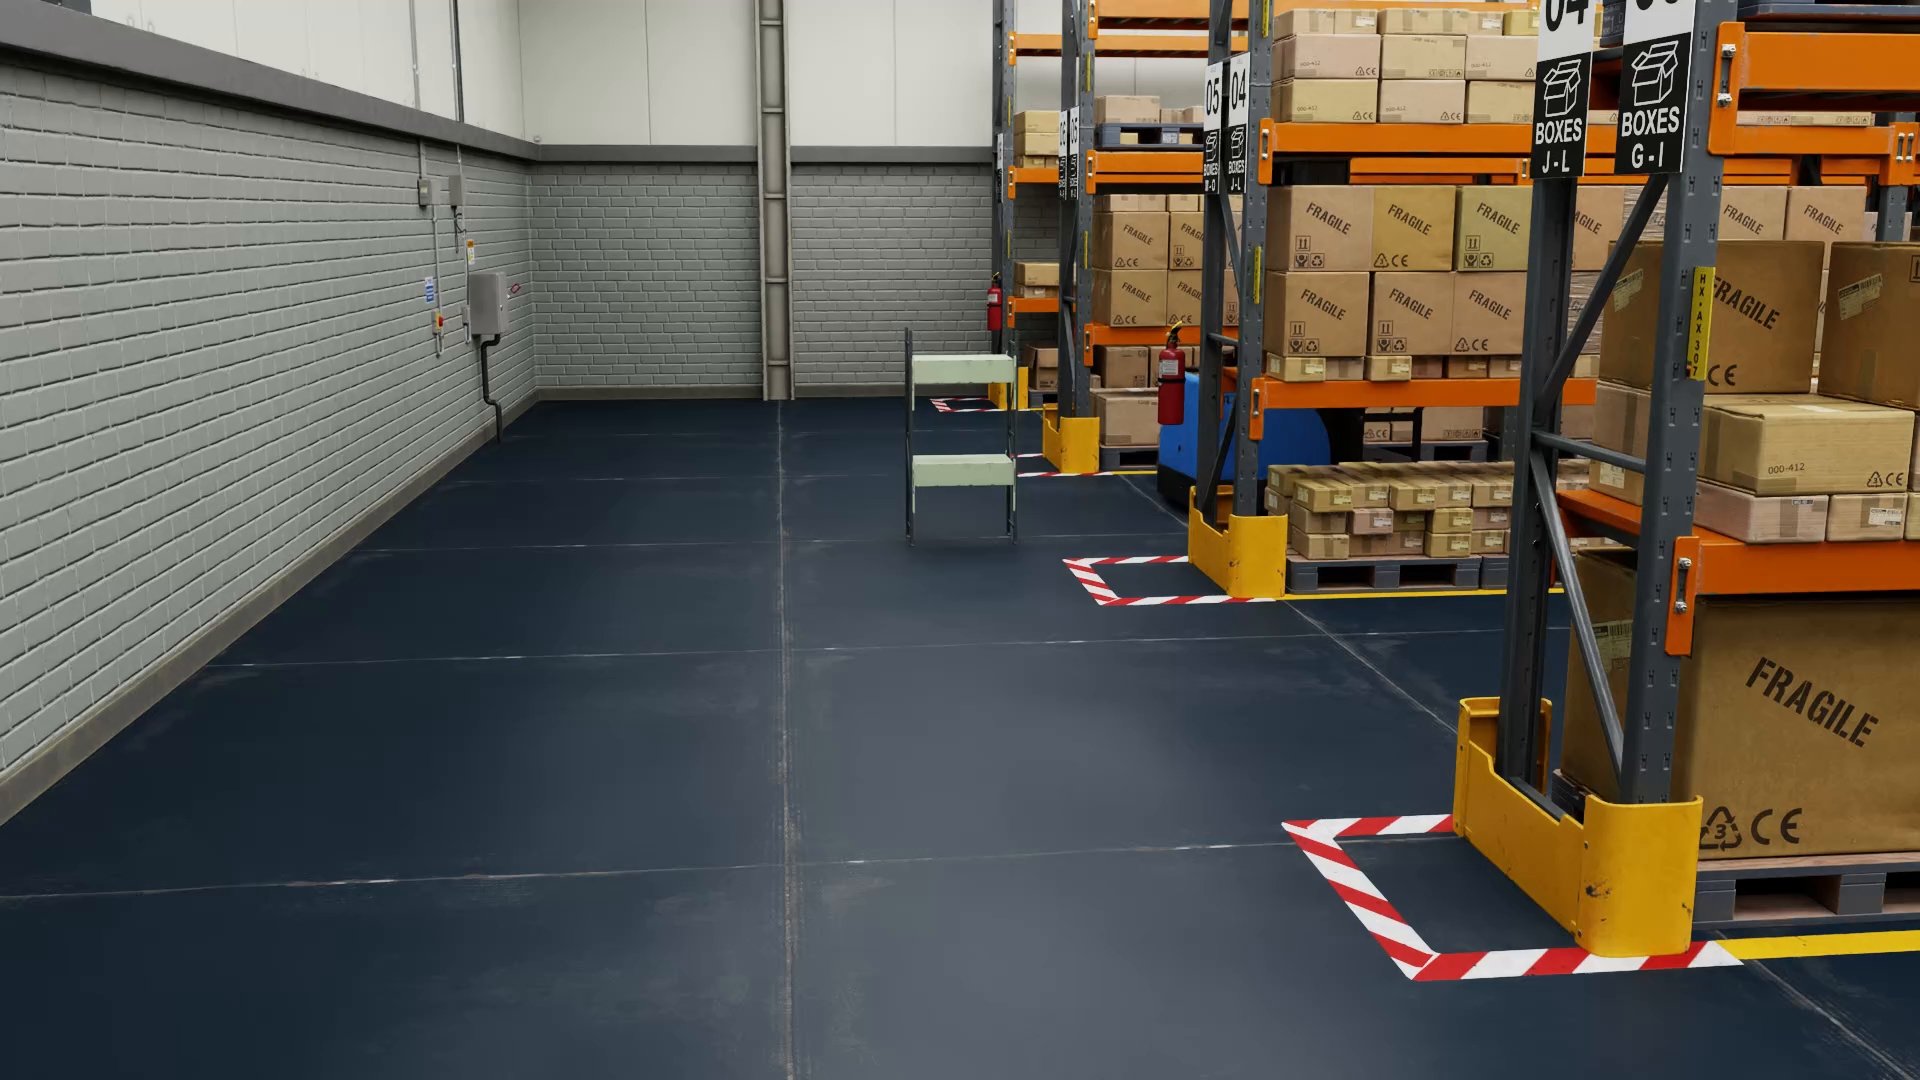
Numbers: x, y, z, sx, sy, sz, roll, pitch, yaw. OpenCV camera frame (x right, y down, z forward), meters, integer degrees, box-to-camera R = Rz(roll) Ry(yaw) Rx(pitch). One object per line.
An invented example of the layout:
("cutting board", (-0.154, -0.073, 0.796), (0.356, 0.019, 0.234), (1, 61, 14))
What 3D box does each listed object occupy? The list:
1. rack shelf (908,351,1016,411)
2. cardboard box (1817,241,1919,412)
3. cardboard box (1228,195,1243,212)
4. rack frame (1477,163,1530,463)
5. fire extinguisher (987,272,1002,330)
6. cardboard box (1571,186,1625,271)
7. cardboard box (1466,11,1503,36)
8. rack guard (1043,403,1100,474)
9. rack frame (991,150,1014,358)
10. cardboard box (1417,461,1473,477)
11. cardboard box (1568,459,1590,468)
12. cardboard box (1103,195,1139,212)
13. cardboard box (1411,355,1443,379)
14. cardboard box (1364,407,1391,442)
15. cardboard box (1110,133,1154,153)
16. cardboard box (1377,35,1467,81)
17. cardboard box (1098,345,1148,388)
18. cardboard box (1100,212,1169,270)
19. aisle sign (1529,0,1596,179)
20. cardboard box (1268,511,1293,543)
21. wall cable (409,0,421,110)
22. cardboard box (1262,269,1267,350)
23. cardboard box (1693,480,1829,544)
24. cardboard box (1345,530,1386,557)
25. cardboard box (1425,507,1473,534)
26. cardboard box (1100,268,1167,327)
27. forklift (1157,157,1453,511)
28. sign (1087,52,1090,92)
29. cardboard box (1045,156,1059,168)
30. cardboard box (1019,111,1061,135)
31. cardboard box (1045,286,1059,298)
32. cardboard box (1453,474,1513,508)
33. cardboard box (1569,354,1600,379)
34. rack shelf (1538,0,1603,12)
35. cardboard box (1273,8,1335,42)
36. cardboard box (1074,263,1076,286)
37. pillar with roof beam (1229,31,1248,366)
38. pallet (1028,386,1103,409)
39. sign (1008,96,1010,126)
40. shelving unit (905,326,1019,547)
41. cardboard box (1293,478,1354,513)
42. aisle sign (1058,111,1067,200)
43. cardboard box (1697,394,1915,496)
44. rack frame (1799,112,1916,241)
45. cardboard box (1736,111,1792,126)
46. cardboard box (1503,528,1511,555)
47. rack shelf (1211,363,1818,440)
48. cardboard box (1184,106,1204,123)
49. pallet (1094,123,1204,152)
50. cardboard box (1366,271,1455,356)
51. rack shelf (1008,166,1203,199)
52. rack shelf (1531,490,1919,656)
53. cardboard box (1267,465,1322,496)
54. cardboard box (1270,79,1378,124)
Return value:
("rack shelf", (0.007, -1.119, 11.649), (0.720, 0.370, 0.431), (-1, 11, -6))
("cardboard box", (3.118, -0.686, 5.257), (0.500, 0.500, 0.500), (-1, 11, -7))
("cardboard box", (2.466, -3.017, 14.907), (0.250, 0.149, 0.380), (-1, 11, -6))
("rack frame", (5.021, -2.261, 15.594), (0.127, 3.000, 1.000), (-1, 11, -6))
("fire extinguisher", (0.408, -2.817, 19.589), (0.183, 0.674, 0.296), (-1, 11, -6))
("cardboard box", (3.681, -1.904, 10.156), (0.500, 0.500, 0.500), (-2, 11, -8))
("cardboard box", (3.045, -3.057, 9.925), (0.250, 0.149, 0.380), (-1, 11, -4))
("rack guard", (1.020, -0.951, 15.409), (0.348, 0.500, 1.175), (-1, 11, -6))
("rack frame", (0.504, -3.130, 20.012), (0.127, 3.000, 1.000), (-1, 11, -6))
("cardboard box", (3.203, -0.423, 11.003), (0.250, 0.149, 0.380), (-1, 11, -4))
("cardboard box", (4.246, -0.437, 11.075), (0.250, 0.149, 0.380), (-1, 11, -5))
("cardboard box", (1.427, -2.990, 14.769), (0.250, 0.149, 0.380), (-1, 11, -5))
("cardboard box", (2.801, -1.092, 10.296), (0.250, 0.149, 0.380), (-1, 11, -3))
("cardboard box", (3.495, -1.199, 15.743), (0.875, 0.438, 0.875), (-2, 11, -8))
("cardboard box", (1.988, -4.654, 19.604), (0.500, 0.250, 0.500), (-2, 11, -8))
("cardboard box", (2.662, -2.845, 9.878), (0.500, 0.250, 0.500), (-1, 11, -7))
("cardboard box", (1.977, -2.114, 20.237), (0.500, 0.500, 0.700), (-1, 11, -4))
("cardboard box", (1.552, -2.673, 14.837), (0.500, 0.500, 0.500), (-1, 11, -7))
("aisle sign", (2.010, -1.609, 5.537), (0.004, 0.787, 0.394), (-1, 11, -6))
("cardboard box", (2.180, -0.089, 10.846), (0.250, 0.149, 0.380), (-1, 11, -5))
("wall cable", (-4.581, -4.949, 13.714), (0.029, 3.000, 0.463), (-1, 11, -6))
("cardboard box", (2.098, -1.484, 10.612), (0.500, 0.500, 0.500), (-1, 11, -5))
("cardboard box", (2.503, -0.098, 5.243), (0.250, 0.149, 0.380), (-1, 11, -5))
("cardboard box", (2.486, -0.009, 10.437), (0.250, 0.149, 0.380), (-1, 11, -6))
("cardboard box", (3.007, -0.147, 10.371), (0.250, 0.149, 0.380), (-1, 11, -4))
("cardboard box", (1.552, -2.182, 14.931), (0.500, 0.500, 0.500), (-1, 11, -7))
("forklift", (3.168, -1.736, 13.099), (3.031, 2.935, 1.130), (-2, 11, -12))
("sign", (1.098, -4.011, 14.247), (0.005, 0.325, 0.100), (-1, 11, -6))
("cardboard box", (1.104, -4.451, 19.607), (0.250, 0.149, 0.380), (-1, 11, -5))
("cardboard box", (0.973, -4.880, 19.462), (0.500, 0.250, 0.500), (-1, 11, -7))
("cardboard box", (1.109, -2.975, 19.875), (0.250, 0.149, 0.380), (-1, 11, -5))
("cardboard box", (3.276, -0.310, 10.429), (0.250, 0.149, 0.380), (-1, 11, -4))
("cardboard box", (3.850, -1.094, 10.306), (0.250, 0.149, 0.380), (-1, 11, -5))
("rack shelf", (7.009, -4.697, 15.335), (4.000, 0.370, 1.077), (-1, 11, -6))
("cardboard box", (2.026, -3.033, 9.803), (0.250, 0.149, 0.380), (-1, 11, -7))
("cardboard box", (1.486, -3.170, 19.836), (0.500, 0.250, 0.500), (-1, 11, -5))
("pillar with roof beam", (4.156, -5.489, 16.463), (0.400, 9.000, 9.100), (-1, 11, -6))
("pallet", (1.372, -1.780, 20.374), (1.213, 0.211, 1.003), (-1, 11, -6))
("sign", (0.563, -4.926, 19.109), (0.005, 0.325, 0.100), (-1, 11, -6))
("shelving unit", (0.007, -0.736, 11.724), (0.755, 1.500, 0.431), (-1, 11, -6))
("cardboard box", (2.237, -0.276, 10.253), (0.250, 0.149, 0.380), (-2, 11, -9))
("aisle sign", (0.939, -3.511, 15.214), (0.004, 0.787, 0.394), (-1, 11, -6))
("cardboard box", (2.621, -0.308, 5.276), (0.500, 0.250, 0.500), (-2, 11, -8))
("rack frame", (5.656, -1.314, 10.776), (0.127, 3.000, 1.000), (-1, 11, -6))
("cardboard box", (4.699, -2.642, 10.144), (0.500, 0.250, 0.500), (-1, 11, -6))
("cardboard box", (3.498, -0.011, 10.452), (0.250, 0.149, 0.380), (-2, 11, -9))
("rack shelf", (3.667, -0.919, 10.633), (4.000, 0.370, 1.077), (-1, 11, -6))
("cardboard box", (2.151, -3.760, 14.746), (0.250, 0.149, 0.380), (-1, 11, -4))
("pallet", (1.780, -3.624, 14.978), (1.213, 0.211, 1.003), (-1, 11, -6))
("cardboard box", (2.685, -1.398, 10.173), (0.500, 0.500, 0.500), (-1, 11, -6))
("rack shelf", (2.493, -4.290, 20.004), (4.000, 0.370, 1.077), (-1, 11, -6))
("rack shelf", (4.103, 0.034, 5.784), (4.000, 0.370, 1.077), (-1, 11, -6))
("cardboard box", (2.178, -0.389, 10.832), (0.250, 0.149, 0.380), (-1, 11, -5))
("cardboard box", (2.153, -2.589, 9.875), (0.500, 0.250, 0.500), (-1, 11, -4))
